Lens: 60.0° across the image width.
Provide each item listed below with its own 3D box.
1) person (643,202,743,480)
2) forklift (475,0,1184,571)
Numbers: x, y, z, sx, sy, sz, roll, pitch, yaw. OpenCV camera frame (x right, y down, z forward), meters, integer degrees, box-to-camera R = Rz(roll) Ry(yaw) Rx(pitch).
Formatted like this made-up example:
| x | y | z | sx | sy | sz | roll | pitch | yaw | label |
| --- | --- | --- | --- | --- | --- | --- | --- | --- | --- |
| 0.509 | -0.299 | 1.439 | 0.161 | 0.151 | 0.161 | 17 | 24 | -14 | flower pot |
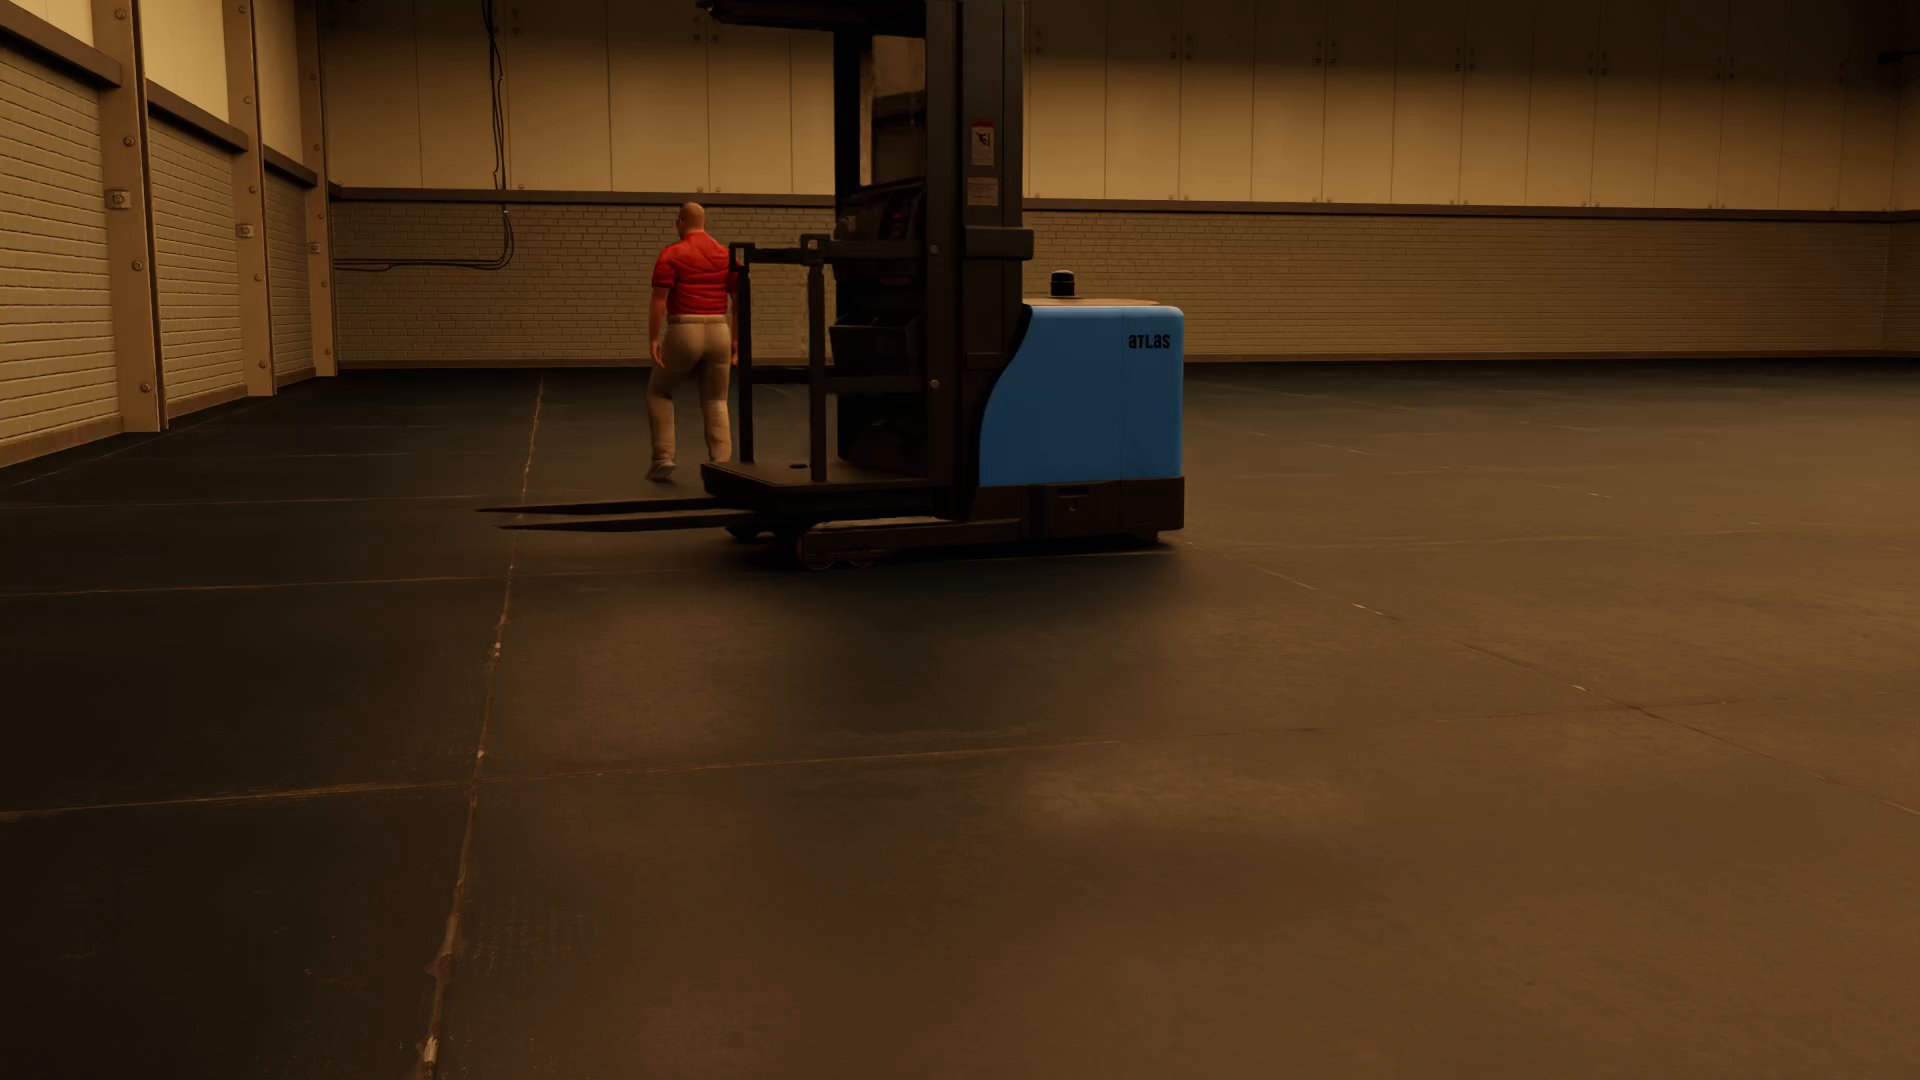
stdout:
| x | y | z | sx | sy | sz | roll | pitch | yaw | label |
| --- | --- | --- | --- | --- | --- | --- | --- | --- | --- |
| -1.654 | -1.192 | 10.355 | 0.636 | 1.787 | 0.504 | -4 | 9 | -29 | person |
| -0.543 | -1.409 | 7.202 | 3.031 | 2.935 | 1.130 | -4 | 9 | -24 | forklift |
